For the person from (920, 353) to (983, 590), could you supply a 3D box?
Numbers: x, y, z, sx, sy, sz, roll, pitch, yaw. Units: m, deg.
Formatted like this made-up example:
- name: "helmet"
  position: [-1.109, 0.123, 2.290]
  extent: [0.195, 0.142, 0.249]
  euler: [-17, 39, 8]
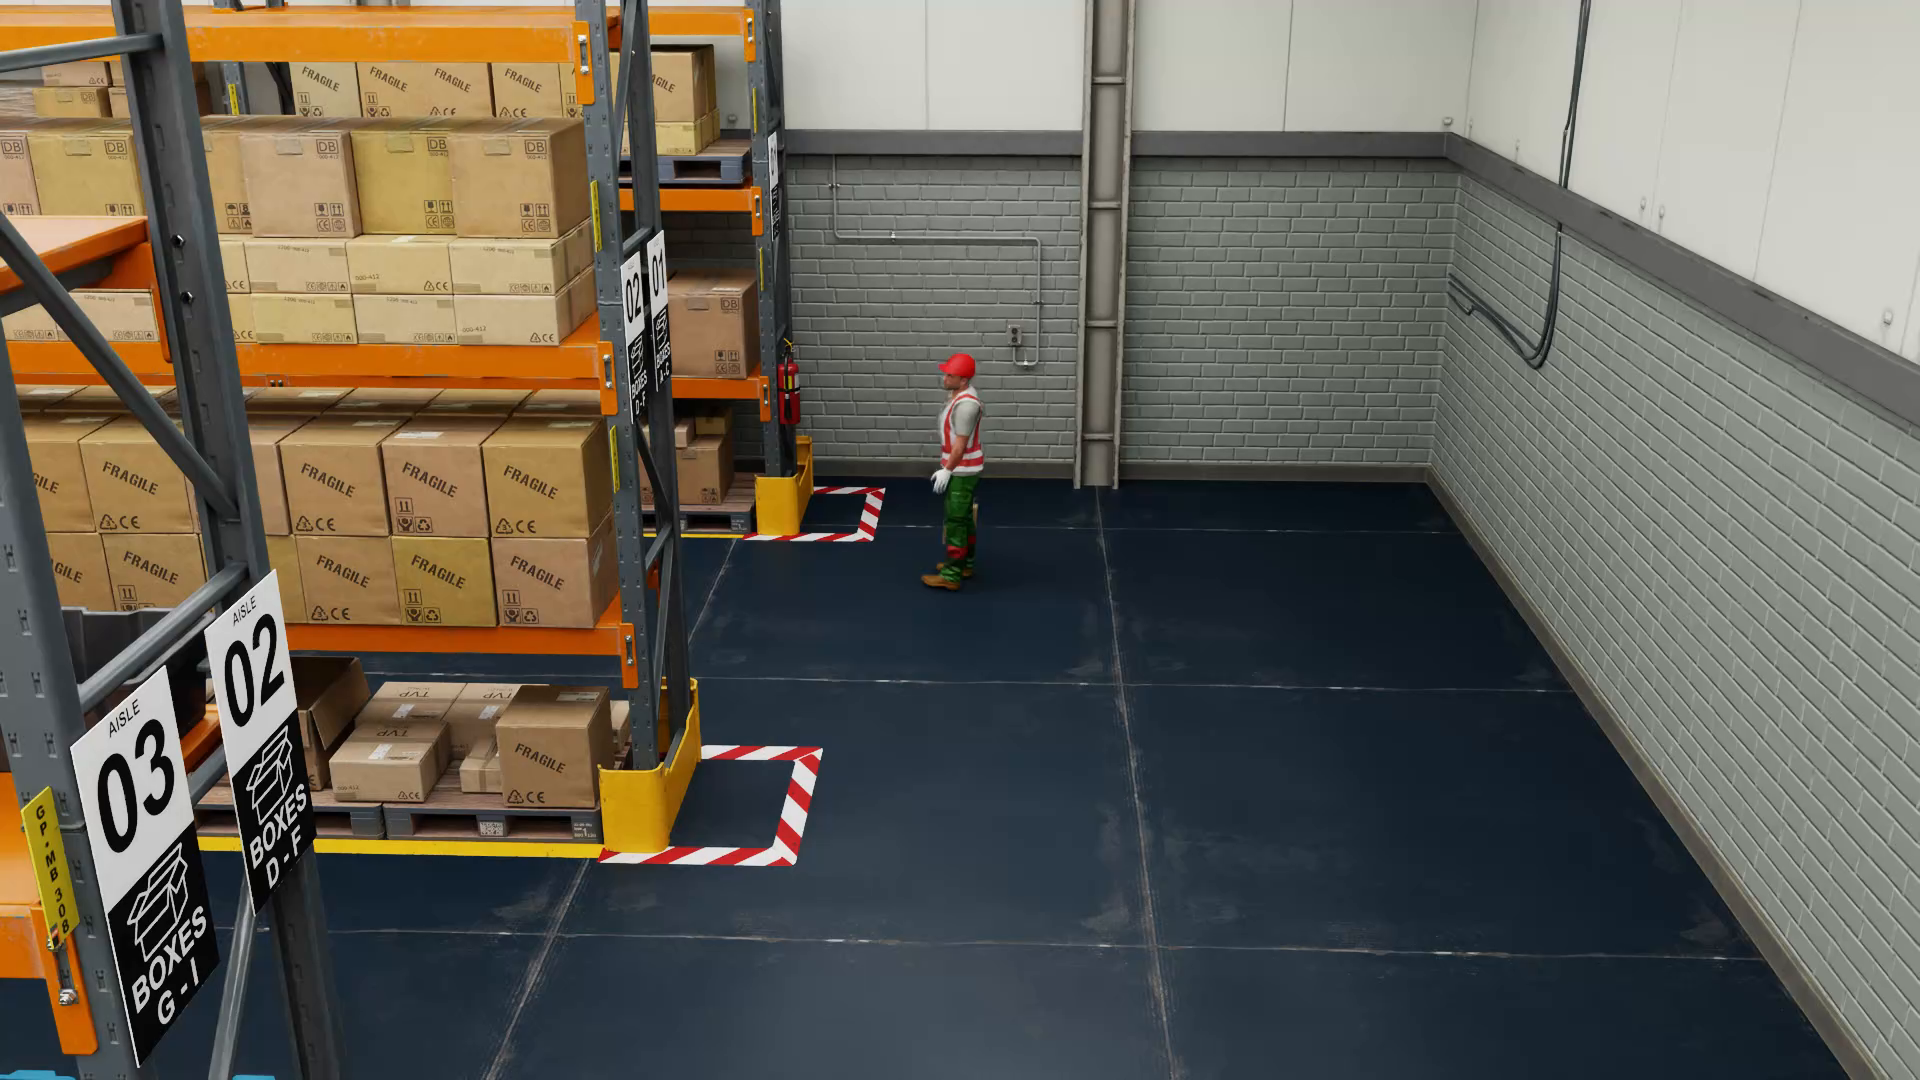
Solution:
- name: "person"
  position: [-0.068, -0.522, 12.358]
  extent: [0.475, 1.798, 0.562]
  euler: [-1, 21, -4]
